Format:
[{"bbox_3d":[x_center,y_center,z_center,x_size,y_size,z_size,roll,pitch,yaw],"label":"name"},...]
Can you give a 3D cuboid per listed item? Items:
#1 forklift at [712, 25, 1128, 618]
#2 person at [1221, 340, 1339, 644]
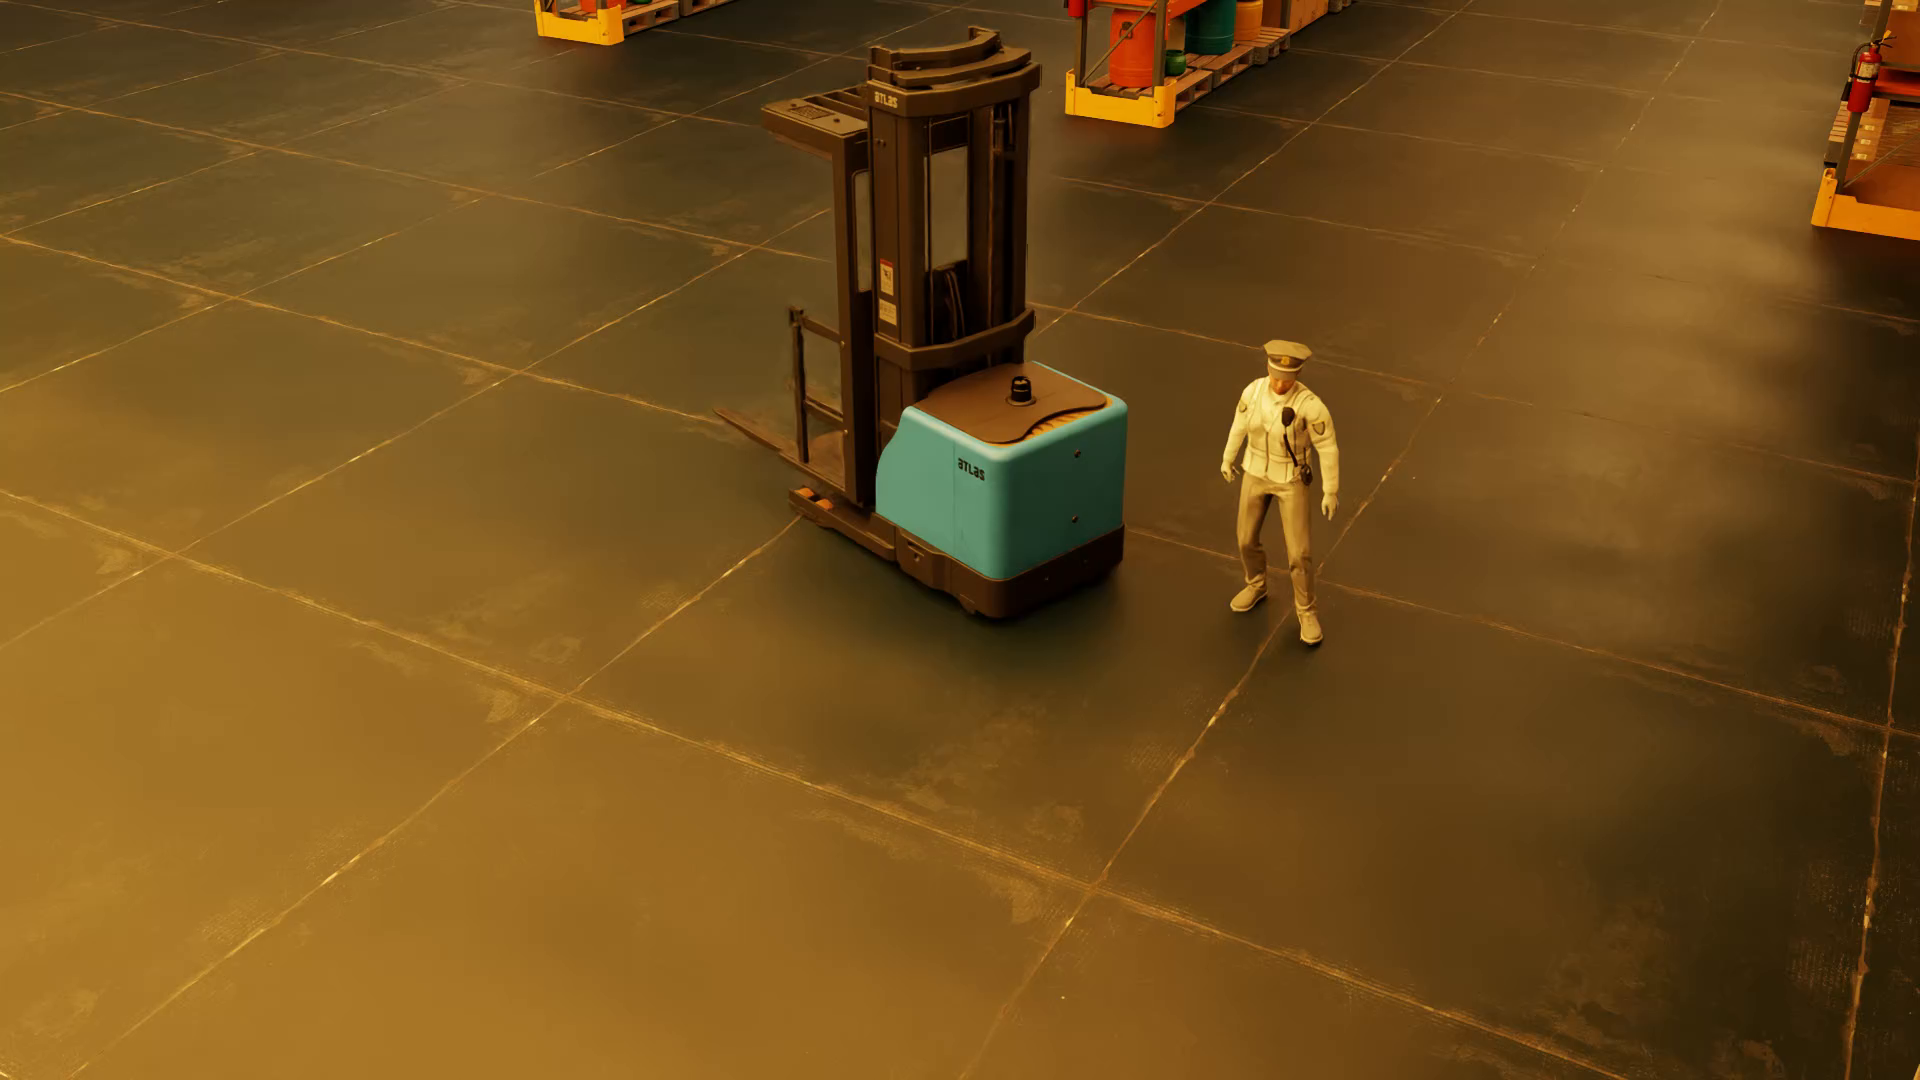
[{"bbox_3d":[-0.403,-1.498,9.667,1.130,2.935,3.031,-24,38,-35],"label":"forklift"},{"bbox_3d":[1.713,-0.304,8.901,0.770,1.638,0.373,20,35,31],"label":"person"}]
